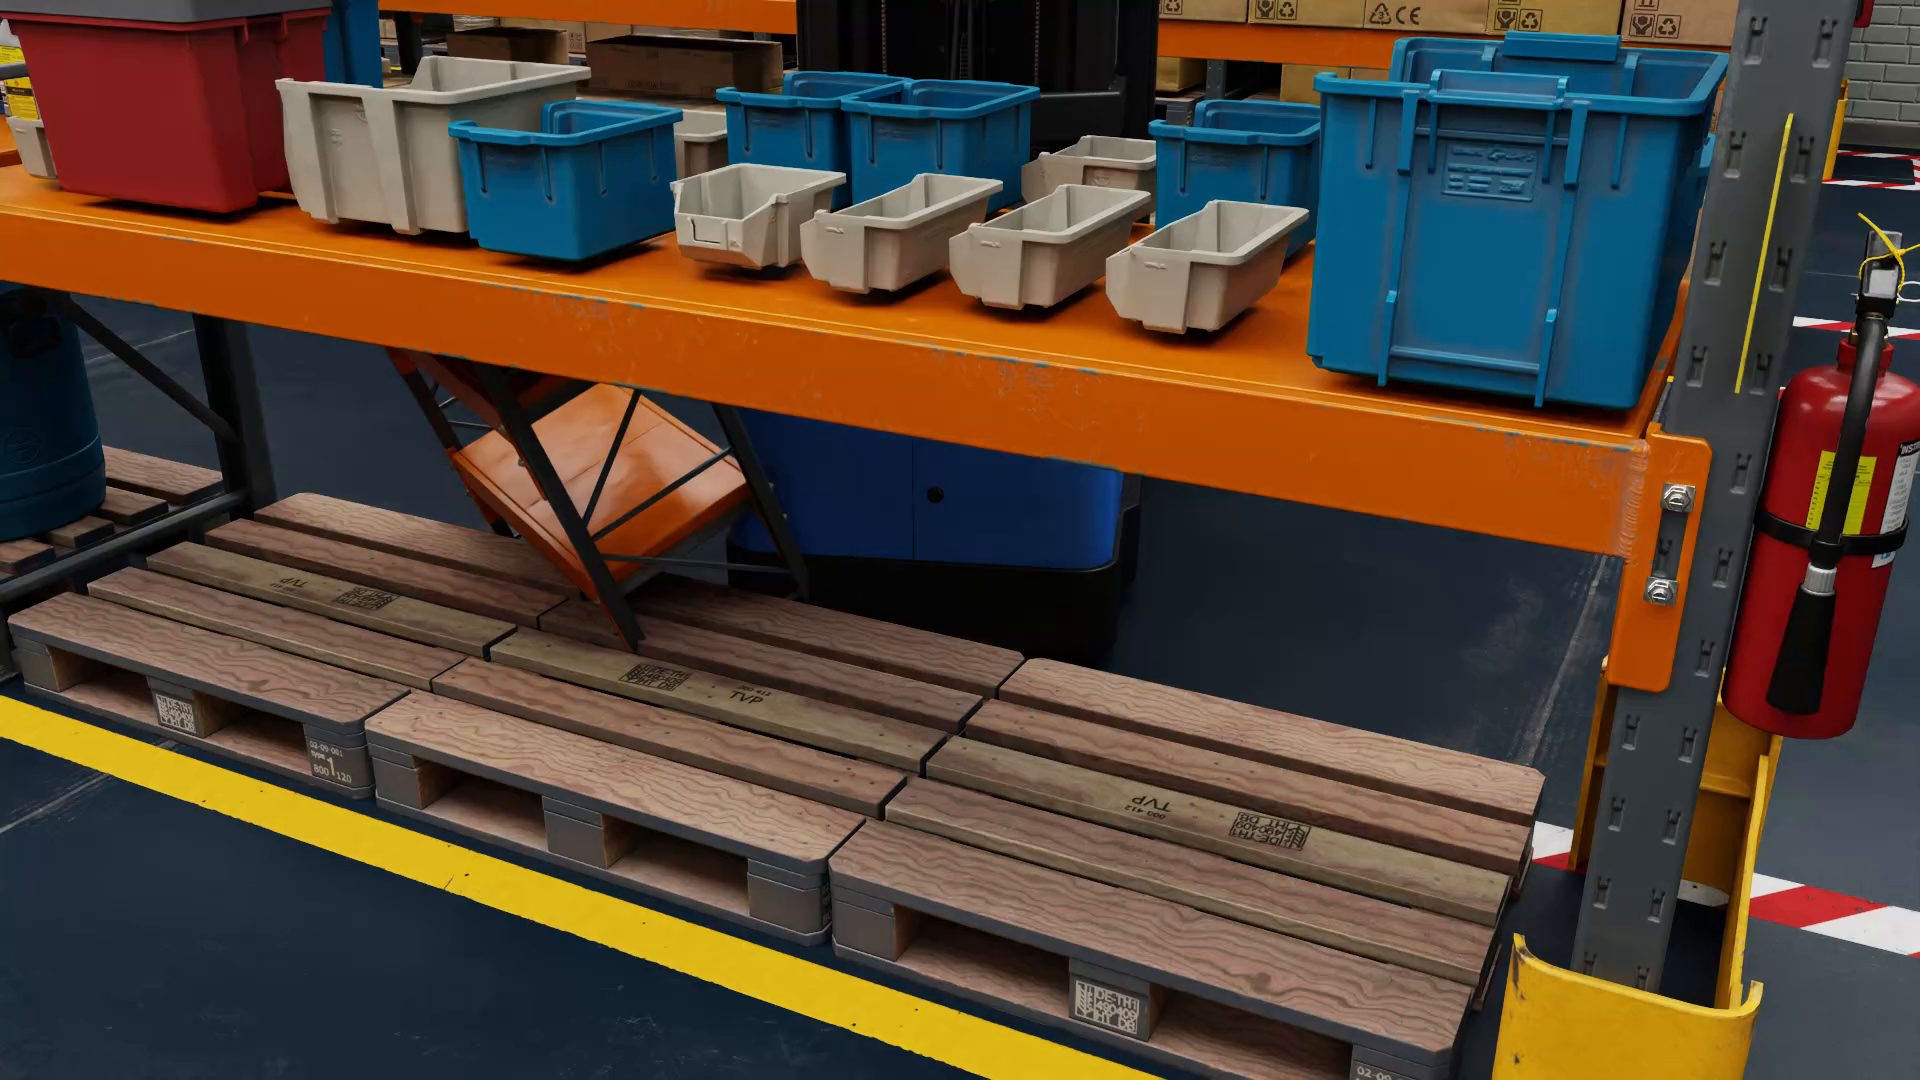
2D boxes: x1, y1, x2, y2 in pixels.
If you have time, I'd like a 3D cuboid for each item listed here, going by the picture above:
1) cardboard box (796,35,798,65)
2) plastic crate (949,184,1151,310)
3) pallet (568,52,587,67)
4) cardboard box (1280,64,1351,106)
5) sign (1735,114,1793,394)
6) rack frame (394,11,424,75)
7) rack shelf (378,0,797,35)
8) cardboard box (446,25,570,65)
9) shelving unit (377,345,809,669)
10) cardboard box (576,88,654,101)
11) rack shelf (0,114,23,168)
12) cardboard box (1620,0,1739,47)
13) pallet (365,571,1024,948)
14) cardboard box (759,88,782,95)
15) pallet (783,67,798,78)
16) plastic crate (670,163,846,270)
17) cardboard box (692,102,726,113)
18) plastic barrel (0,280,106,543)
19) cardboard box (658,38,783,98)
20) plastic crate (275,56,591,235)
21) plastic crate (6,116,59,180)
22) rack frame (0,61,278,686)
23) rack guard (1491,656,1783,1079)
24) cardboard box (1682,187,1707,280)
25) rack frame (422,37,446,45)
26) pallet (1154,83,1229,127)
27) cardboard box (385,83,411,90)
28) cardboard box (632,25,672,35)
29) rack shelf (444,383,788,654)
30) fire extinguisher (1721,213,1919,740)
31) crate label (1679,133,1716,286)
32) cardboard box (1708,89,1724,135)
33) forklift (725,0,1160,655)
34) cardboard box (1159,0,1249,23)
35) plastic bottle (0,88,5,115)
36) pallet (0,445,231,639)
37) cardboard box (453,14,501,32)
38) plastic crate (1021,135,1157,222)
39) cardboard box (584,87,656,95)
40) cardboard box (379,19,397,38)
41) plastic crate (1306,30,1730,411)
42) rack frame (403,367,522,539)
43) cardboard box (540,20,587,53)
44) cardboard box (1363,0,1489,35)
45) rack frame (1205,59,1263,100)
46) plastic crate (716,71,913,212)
[{"bbox_3d":[-0.862,-4.366,13.895,0.750,0.750,0.750,11,25,24],"label":"cardboard box"},{"bbox_3d":[0.149,-0.509,2.873,0.243,0.136,0.396,11,25,25],"label":"plastic crate"},{"bbox_3d":[-3.240,-4.409,15.348,1.213,0.211,1.003,11,25,25],"label":"pallet"},{"bbox_3d":[2.732,-3.507,12.321,0.500,0.500,0.700,12,26,25],"label":"cardboard box"},{"bbox_3d":[0.977,-0.346,2.021,0.005,0.325,0.100,11,25,25],"label":"sign"},{"bbox_3d":[-3.691,-3.607,9.900,0.127,3.000,1.000,11,25,25],"label":"rack frame"},{"bbox_3d":[-1.906,-2.923,9.210,4.000,0.370,1.077,11,25,25],"label":"rack shelf"},{"bbox_3d":[-2.698,-2.913,9.940,0.500,0.250,0.500,12,26,27],"label":"cardboard box"},{"bbox_3d":[-1.014,-0.297,4.399,0.538,1.125,1.048,-36,40,-20],"label":"shelving unit"},{"bbox_3d":[-2.030,-2.208,9.241,0.500,0.500,0.500,10,25,23],"label":"cardboard box"},{"bbox_3d":[-4.144,-1.194,5.144,4.000,0.370,1.077,11,25,25],"label":"rack shelf"},{"bbox_3d":[2.926,-2.225,6.521,0.500,0.500,0.500,12,26,26],"label":"cardboard box"},{"bbox_3d":[-0.593,0.443,3.939,1.213,0.211,1.003,11,25,25],"label":"pallet"},{"bbox_3d":[-0.924,-2.214,9.255,0.500,0.500,0.500,12,26,25],"label":"cardboard box"},{"bbox_3d":[-0.789,-3.889,14.126,1.213,0.211,1.003,11,25,25],"label":"pallet"},{"bbox_3d":[-0.383,-0.595,3.077,0.250,0.136,0.298,11,25,25],"label":"plastic crate"},{"bbox_3d":[-1.128,-2.030,8.823,0.500,0.500,0.500,11,26,25],"label":"cardboard box"},{"bbox_3d":[-2.837,-0.501,4.741,0.708,0.901,0.600,11,25,25],"label":"plastic barrel"},{"bbox_3d":[-1.335,-2.645,9.311,0.500,0.250,0.500,11,26,25],"label":"cardboard box"},{"bbox_3d":[-1.080,-0.811,3.398,0.530,0.282,0.437,11,25,25],"label":"plastic crate"},{"bbox_3d":[-2.008,-0.946,3.902,0.243,0.136,0.396,11,25,25],"label":"plastic crate"},{"bbox_3d":[-2.359,-1.172,4.172,0.127,3.000,1.000,11,25,25],"label":"rack frame"},{"bbox_3d":[1.238,0.685,3.001,0.348,0.500,1.175,11,25,25],"label":"rack guard"},{"bbox_3d":[2.852,-1.257,7.004,0.500,0.500,0.500,11,25,25],"label":"cardboard box"},{"bbox_3d":[-5.028,-6.044,15.630,0.127,3.000,1.000,11,25,25],"label":"rack frame"},{"bbox_3d":[1.388,-3.458,13.113,1.213,0.211,1.003,11,25,25],"label":"pallet"},{"bbox_3d":[-2.944,-2.389,9.666,0.500,0.500,0.500,10,25,23],"label":"cardboard box"},{"bbox_3d":[-2.532,-4.631,14.938,0.500,0.500,0.700,11,25,24],"label":"cardboard box"},{"bbox_3d":[-0.947,-0.114,4.546,0.538,0.278,1.000,-36,40,-20],"label":"rack shelf"},{"bbox_3d":[1.140,-0.073,2.164,0.183,0.674,0.296,11,25,25],"label":"fire extinguisher"},{"bbox_3d":[1.139,-0.575,2.905,0.303,0.233,0.416,11,25,25],"label":"crate label"},{"bbox_3d":[5.011,-3.057,11.263,0.500,0.500,0.700,11,25,25],"label":"cardboard box"},{"bbox_3d":[0.085,-1.590,5.244,1.130,2.935,3.031,3,23,7],"label":"forklift"},{"bbox_3d":[1.115,-2.583,7.364,0.500,0.500,0.500,11,25,24],"label":"cardboard box"},{"bbox_3d":[-2.811,-1.381,4.829,0.097,0.271,0.097,0,23,0],"label":"plastic bottle"},{"bbox_3d":[-3.029,-0.039,5.073,1.213,0.211,1.003,11,25,25],"label":"pallet"},{"bbox_3d":[-4.364,-4.972,15.741,0.500,0.500,0.700,12,26,26],"label":"cardboard box"},{"bbox_3d":[0.284,-0.736,3.407,0.298,0.136,0.250,11,25,25],"label":"plastic crate"},{"bbox_3d":[-1.817,-2.394,9.679,0.500,0.500,0.500,10,25,23],"label":"cardboard box"},{"bbox_3d":[-5.519,-5.027,16.296,0.250,0.166,0.380,8,24,18],"label":"cardboard box"},{"bbox_3d":[0.827,-0.503,2.478,0.499,0.435,0.616,11,25,25],"label":"plastic crate"},{"bbox_3d":[-1.311,-0.483,4.768,0.500,1.125,0.032,-36,40,-20],"label":"rack frame"},{"bbox_3d":[-3.443,-4.794,15.323,0.500,0.500,0.700,12,26,25],"label":"cardboard box"},{"bbox_3d":[2.019,-2.405,6.945,0.500,0.500,0.500,11,26,25],"label":"cardboard box"},{"bbox_3d":[2.111,-4.632,12.308,0.127,3.000,1.000,11,25,25],"label":"rack frame"},{"bbox_3d":[-0.304,-0.860,3.577,0.300,0.233,0.416,11,25,25],"label":"plastic crate"}]
